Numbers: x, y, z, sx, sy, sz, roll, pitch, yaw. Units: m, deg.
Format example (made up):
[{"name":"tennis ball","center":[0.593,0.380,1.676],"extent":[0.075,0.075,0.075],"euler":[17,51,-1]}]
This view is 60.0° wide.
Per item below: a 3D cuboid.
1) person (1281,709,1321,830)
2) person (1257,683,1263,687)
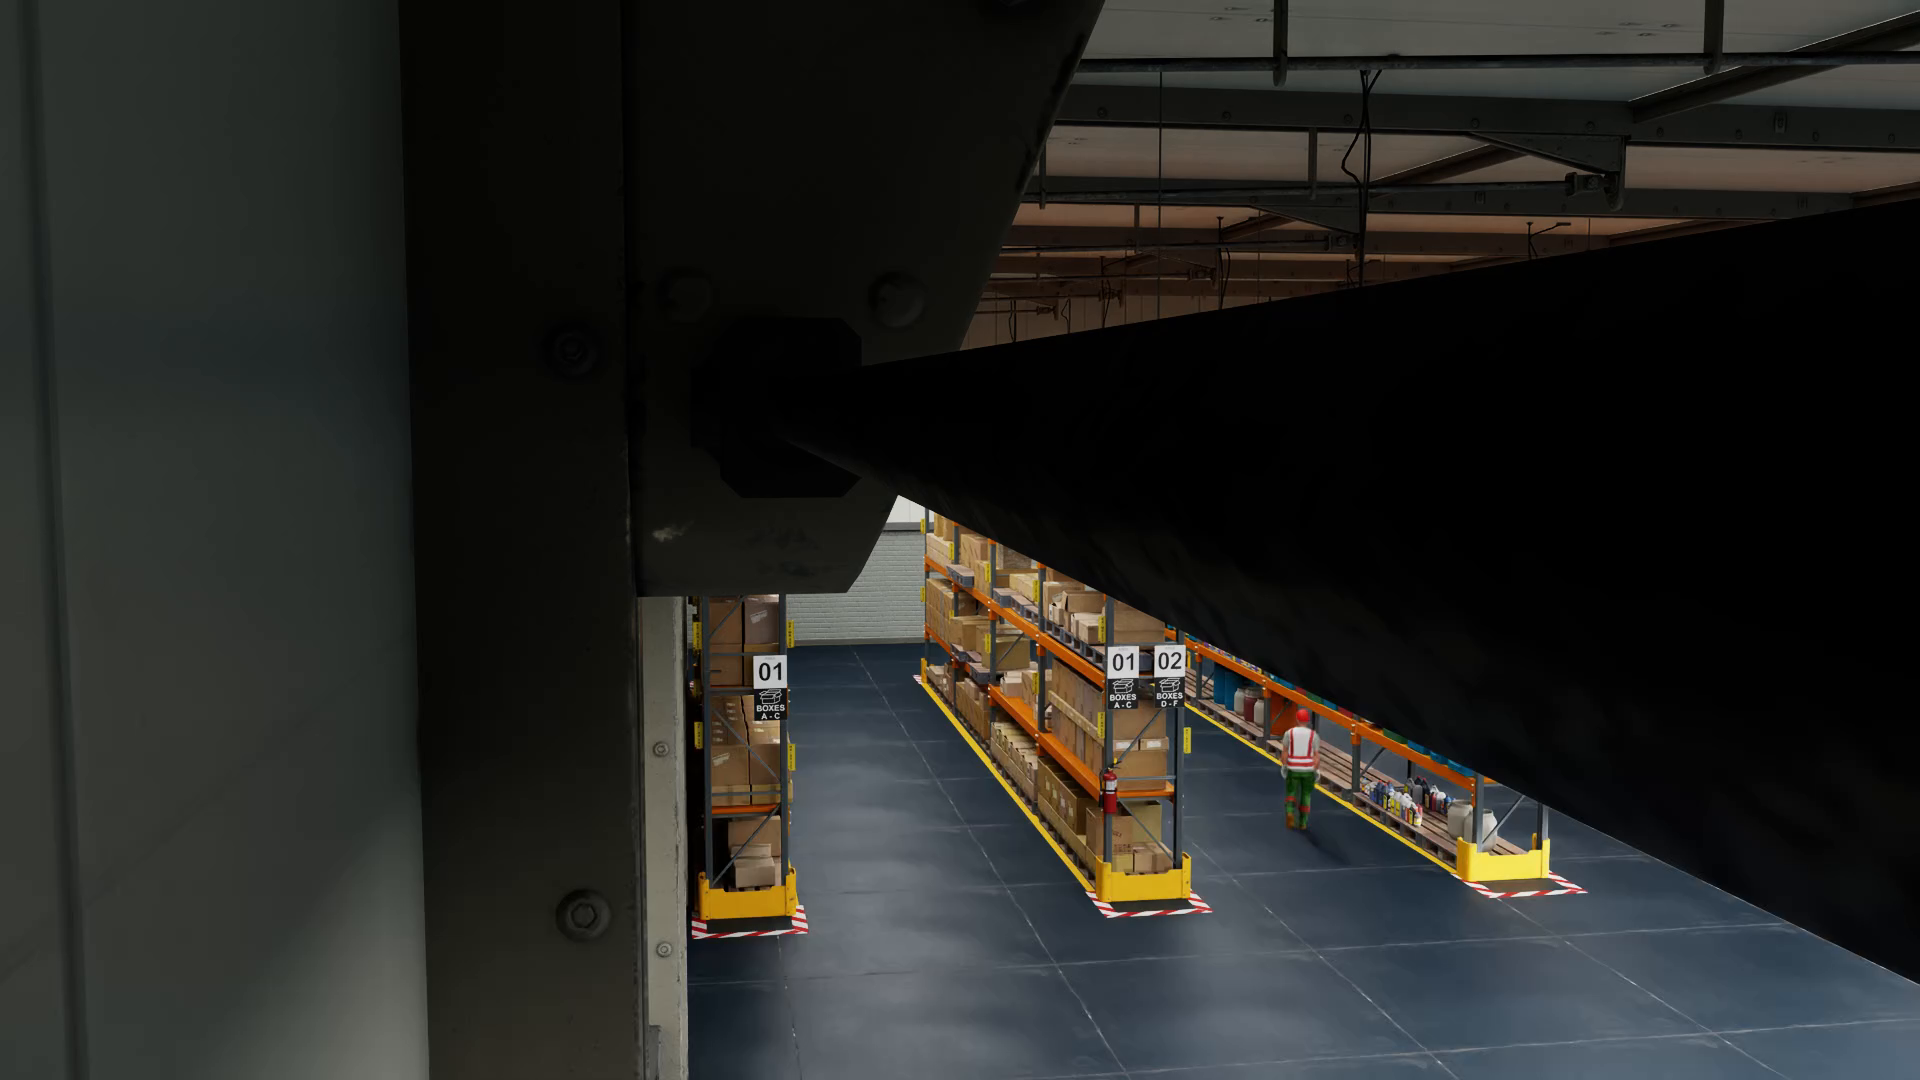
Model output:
[{"name":"person","center":[4.910,3.322,24.006],"extent":[0.557,1.779,0.724],"euler":[2,6,24]},{"name":"person","center":[6.553,2.306,36.115],"extent":[0.414,1.736,0.596],"euler":[1,5,16]}]
